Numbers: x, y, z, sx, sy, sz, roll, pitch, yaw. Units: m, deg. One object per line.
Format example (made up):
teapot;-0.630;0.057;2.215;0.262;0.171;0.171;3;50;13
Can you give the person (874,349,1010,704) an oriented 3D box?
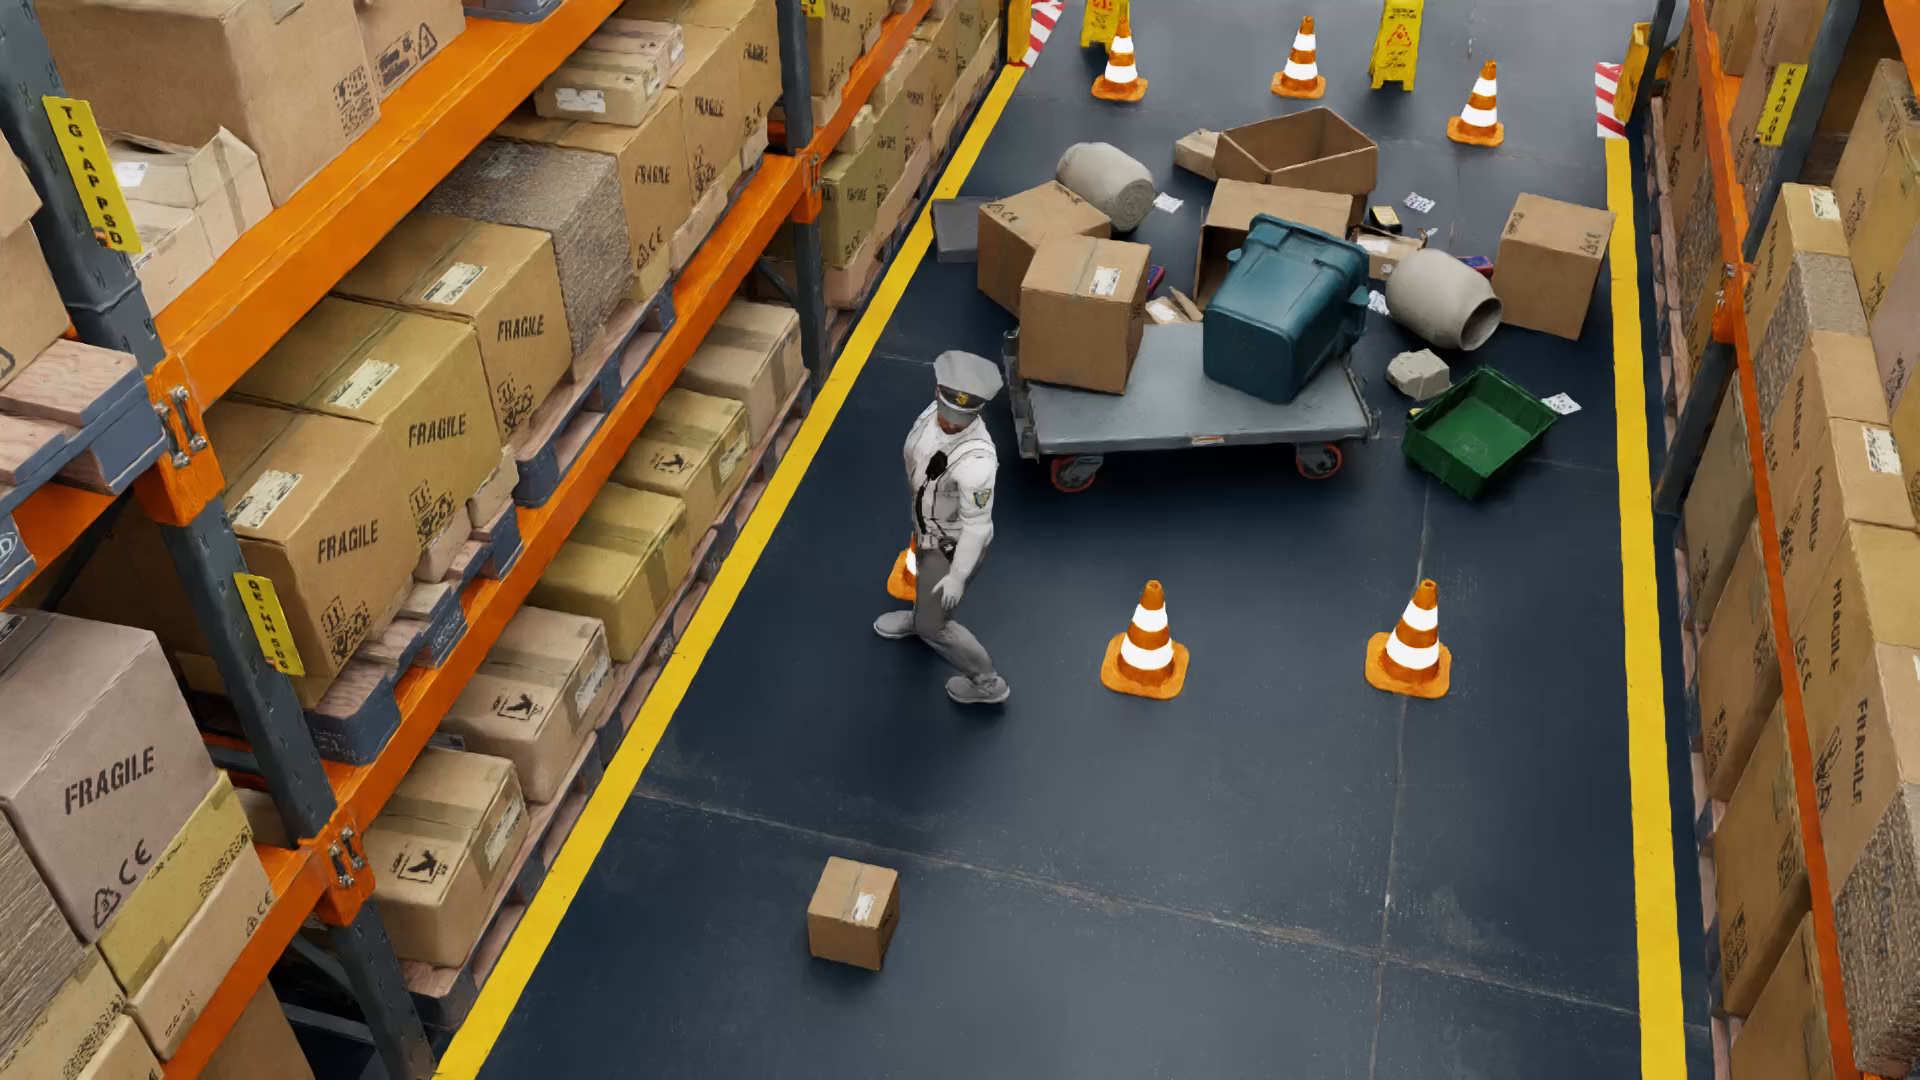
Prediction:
person;-0.077;-0.078;6.252;0.477;1.635;0.671;-6;42;-7
